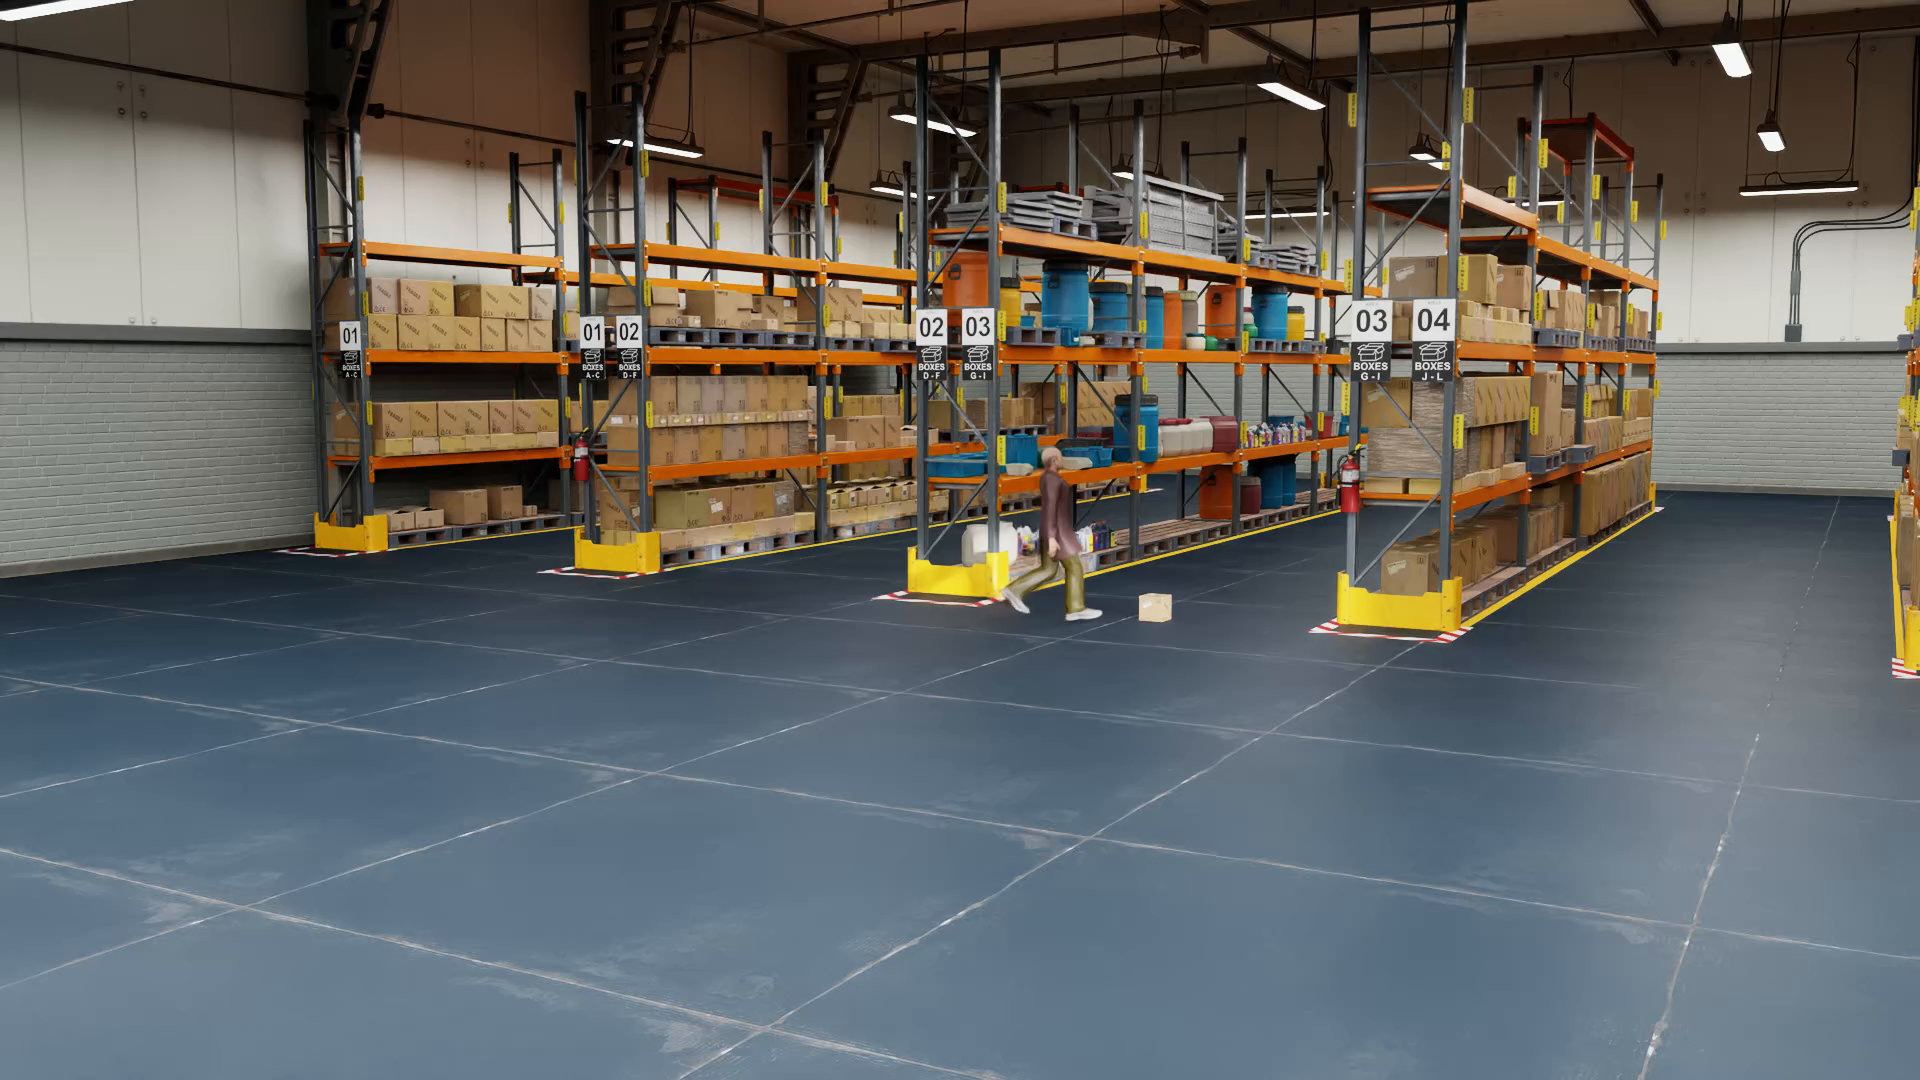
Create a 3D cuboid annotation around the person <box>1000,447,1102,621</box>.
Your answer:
[{"bbox_3d":[0.919,-0.061,16.681,1.016,1.741,0.655,-1,6,-8],"label":"person"}]
